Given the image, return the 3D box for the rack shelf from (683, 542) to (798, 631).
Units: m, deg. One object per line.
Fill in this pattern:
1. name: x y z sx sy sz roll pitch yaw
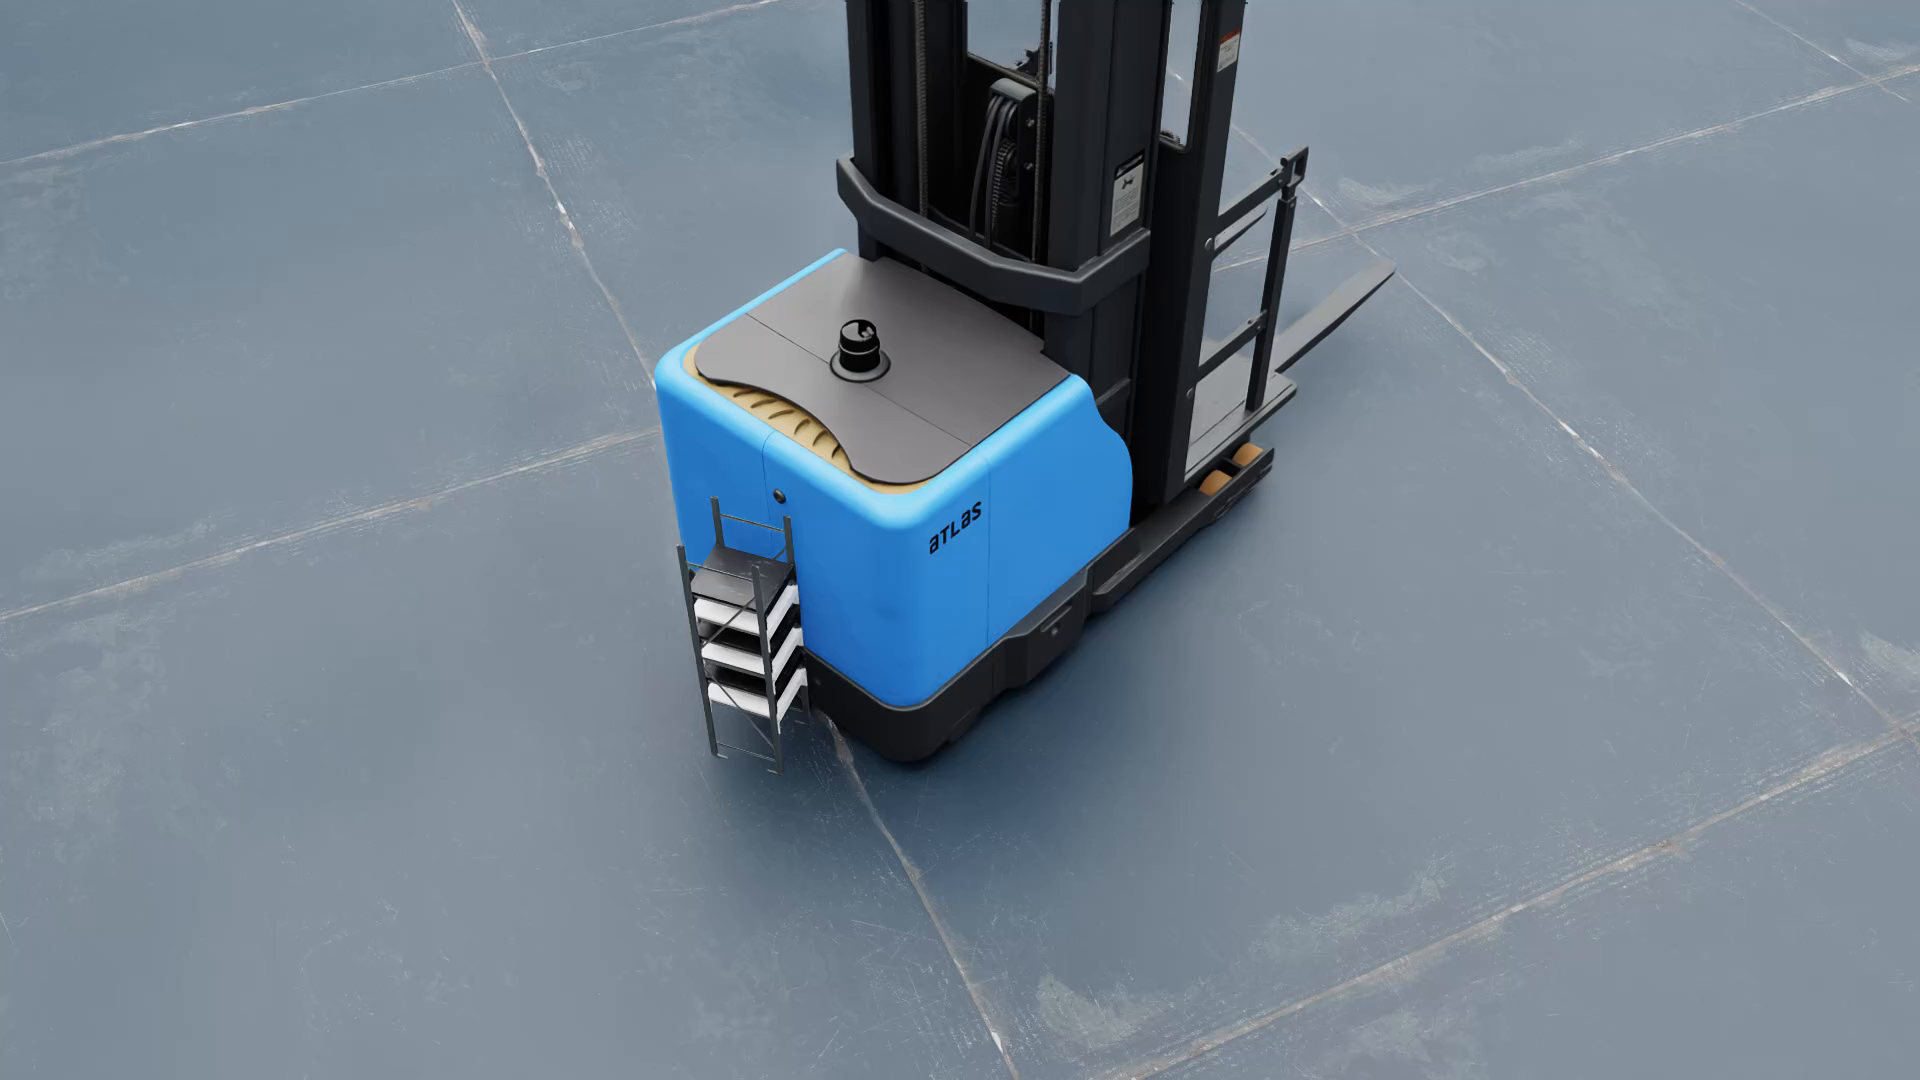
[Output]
1. rack shelf: -0.611 0.127 4.643 0.258 0.077 0.200 14 46 14

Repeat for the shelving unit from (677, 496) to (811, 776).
1. shelving unit: -0.611 0.296 4.809 0.258 0.900 0.210 14 46 14

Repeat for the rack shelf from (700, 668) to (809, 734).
1. rack shelf: -0.611 0.448 4.959 0.258 0.077 0.200 14 46 14

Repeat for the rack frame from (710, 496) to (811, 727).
1. rack frame: -0.576 0.229 4.877 0.240 0.900 0.006 14 46 14

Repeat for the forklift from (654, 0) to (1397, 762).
1. forklift: 0.463 -1.335 5.017 1.130 2.935 3.031 32 53 28

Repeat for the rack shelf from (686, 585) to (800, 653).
1. rack shelf: -0.611 0.192 4.706 0.258 0.077 0.200 14 46 14

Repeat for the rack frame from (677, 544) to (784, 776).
1. rack frame: -0.646 0.363 4.741 0.240 0.900 0.006 14 46 14

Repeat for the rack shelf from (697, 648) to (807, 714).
1. rack shelf: -0.611 0.384 4.896 0.258 0.077 0.200 14 46 14

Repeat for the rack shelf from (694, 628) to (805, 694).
1. rack shelf: -0.611 0.320 4.833 0.258 0.077 0.200 14 46 14

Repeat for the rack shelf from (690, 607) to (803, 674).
1. rack shelf: -0.611 0.256 4.770 0.258 0.077 0.200 14 46 14
